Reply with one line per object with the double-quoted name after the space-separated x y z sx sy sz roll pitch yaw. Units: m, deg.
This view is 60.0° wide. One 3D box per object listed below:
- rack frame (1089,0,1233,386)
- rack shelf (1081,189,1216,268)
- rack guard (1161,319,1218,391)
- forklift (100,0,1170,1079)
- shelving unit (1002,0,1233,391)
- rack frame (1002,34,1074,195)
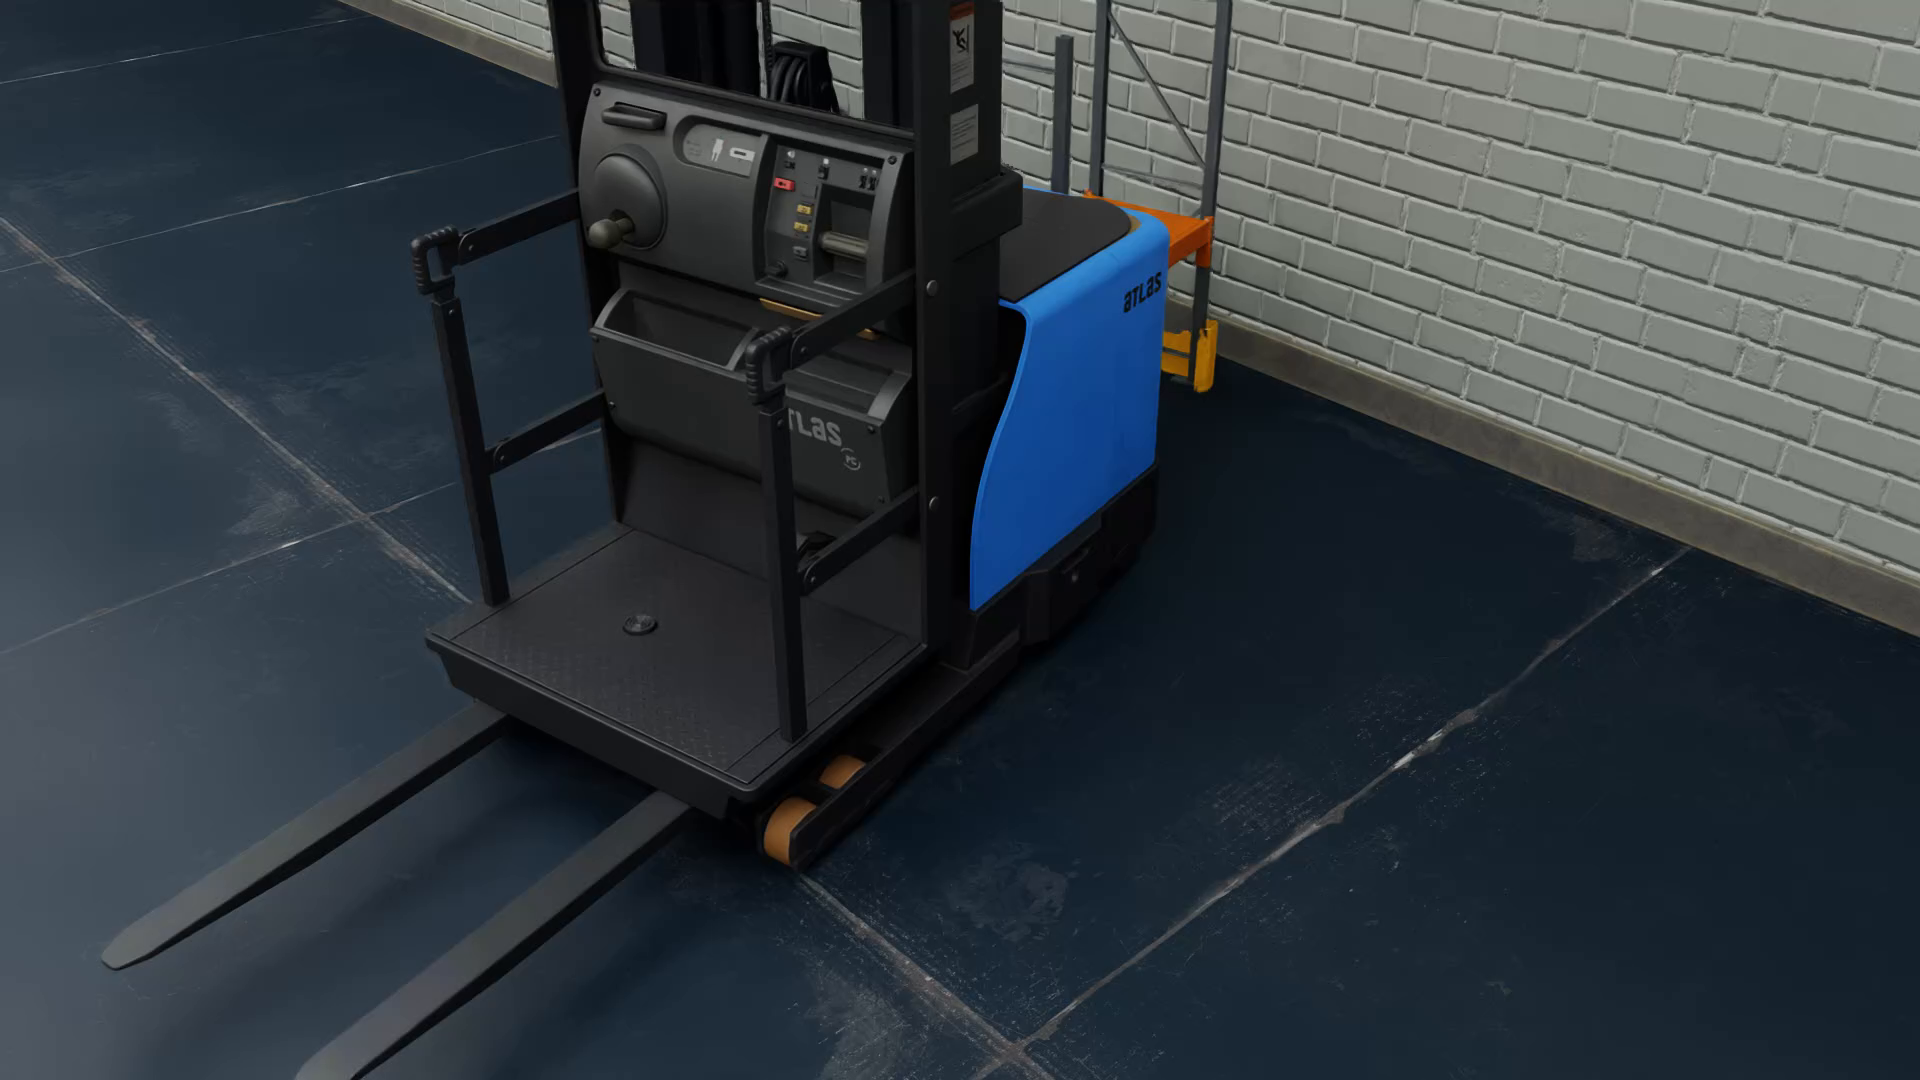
0.685 -1.290 5.922 0.500 1.500 0.032 20 37 29 "rack frame"
0.397 -0.918 5.659 0.538 0.185 1.000 20 37 29 "rack shelf"
0.685 -0.756 6.247 0.587 0.250 0.087 20 37 29 "rack guard"
-0.640 -0.754 3.673 1.130 2.935 3.031 20 37 29 "forklift"
0.402 -1.075 5.571 0.587 1.500 1.083 20 37 29 "shelving unit"
0.109 -0.853 5.208 0.500 1.500 0.032 20 37 29 "rack frame"
